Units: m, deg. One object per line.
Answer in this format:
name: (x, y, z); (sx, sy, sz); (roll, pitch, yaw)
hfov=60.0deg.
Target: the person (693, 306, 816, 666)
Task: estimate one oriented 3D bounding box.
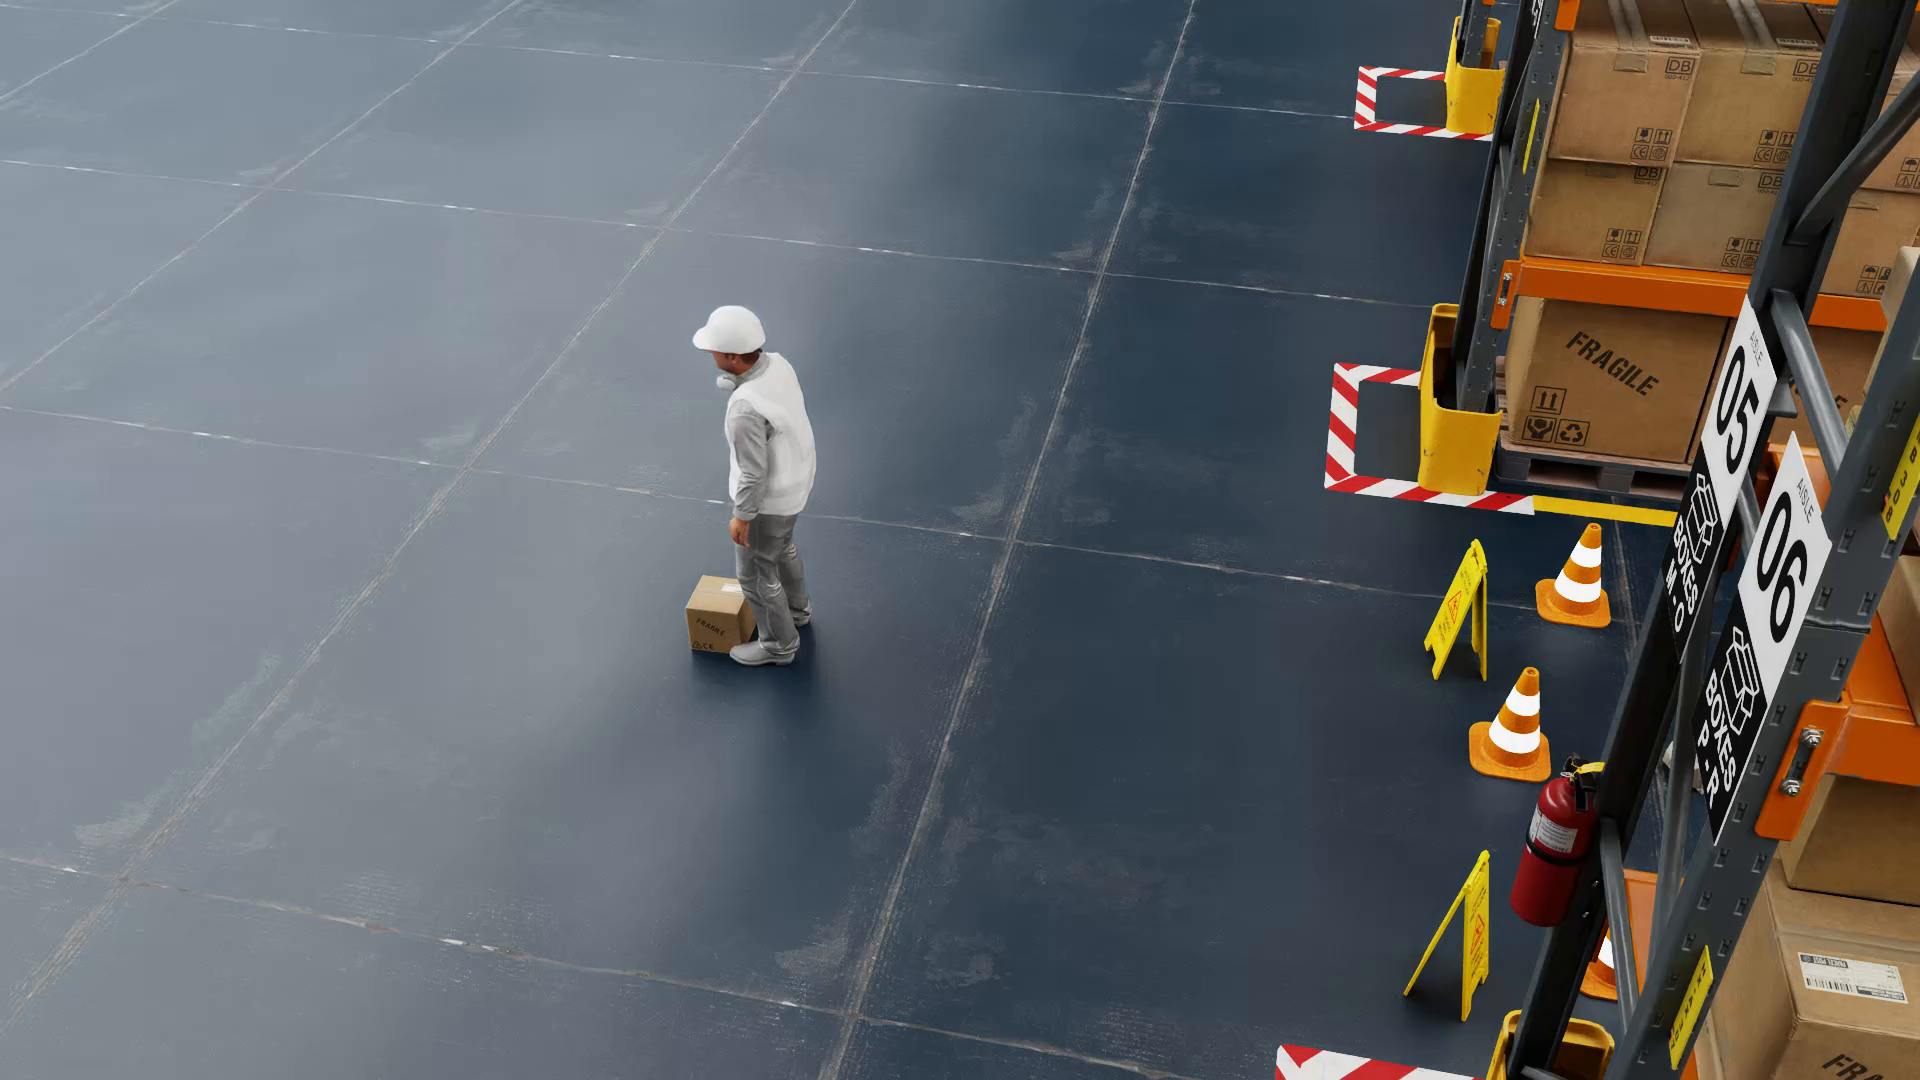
person: (-0.860, -0.231, 7.257); (0.462, 1.772, 0.589); (6, 37, 9)
